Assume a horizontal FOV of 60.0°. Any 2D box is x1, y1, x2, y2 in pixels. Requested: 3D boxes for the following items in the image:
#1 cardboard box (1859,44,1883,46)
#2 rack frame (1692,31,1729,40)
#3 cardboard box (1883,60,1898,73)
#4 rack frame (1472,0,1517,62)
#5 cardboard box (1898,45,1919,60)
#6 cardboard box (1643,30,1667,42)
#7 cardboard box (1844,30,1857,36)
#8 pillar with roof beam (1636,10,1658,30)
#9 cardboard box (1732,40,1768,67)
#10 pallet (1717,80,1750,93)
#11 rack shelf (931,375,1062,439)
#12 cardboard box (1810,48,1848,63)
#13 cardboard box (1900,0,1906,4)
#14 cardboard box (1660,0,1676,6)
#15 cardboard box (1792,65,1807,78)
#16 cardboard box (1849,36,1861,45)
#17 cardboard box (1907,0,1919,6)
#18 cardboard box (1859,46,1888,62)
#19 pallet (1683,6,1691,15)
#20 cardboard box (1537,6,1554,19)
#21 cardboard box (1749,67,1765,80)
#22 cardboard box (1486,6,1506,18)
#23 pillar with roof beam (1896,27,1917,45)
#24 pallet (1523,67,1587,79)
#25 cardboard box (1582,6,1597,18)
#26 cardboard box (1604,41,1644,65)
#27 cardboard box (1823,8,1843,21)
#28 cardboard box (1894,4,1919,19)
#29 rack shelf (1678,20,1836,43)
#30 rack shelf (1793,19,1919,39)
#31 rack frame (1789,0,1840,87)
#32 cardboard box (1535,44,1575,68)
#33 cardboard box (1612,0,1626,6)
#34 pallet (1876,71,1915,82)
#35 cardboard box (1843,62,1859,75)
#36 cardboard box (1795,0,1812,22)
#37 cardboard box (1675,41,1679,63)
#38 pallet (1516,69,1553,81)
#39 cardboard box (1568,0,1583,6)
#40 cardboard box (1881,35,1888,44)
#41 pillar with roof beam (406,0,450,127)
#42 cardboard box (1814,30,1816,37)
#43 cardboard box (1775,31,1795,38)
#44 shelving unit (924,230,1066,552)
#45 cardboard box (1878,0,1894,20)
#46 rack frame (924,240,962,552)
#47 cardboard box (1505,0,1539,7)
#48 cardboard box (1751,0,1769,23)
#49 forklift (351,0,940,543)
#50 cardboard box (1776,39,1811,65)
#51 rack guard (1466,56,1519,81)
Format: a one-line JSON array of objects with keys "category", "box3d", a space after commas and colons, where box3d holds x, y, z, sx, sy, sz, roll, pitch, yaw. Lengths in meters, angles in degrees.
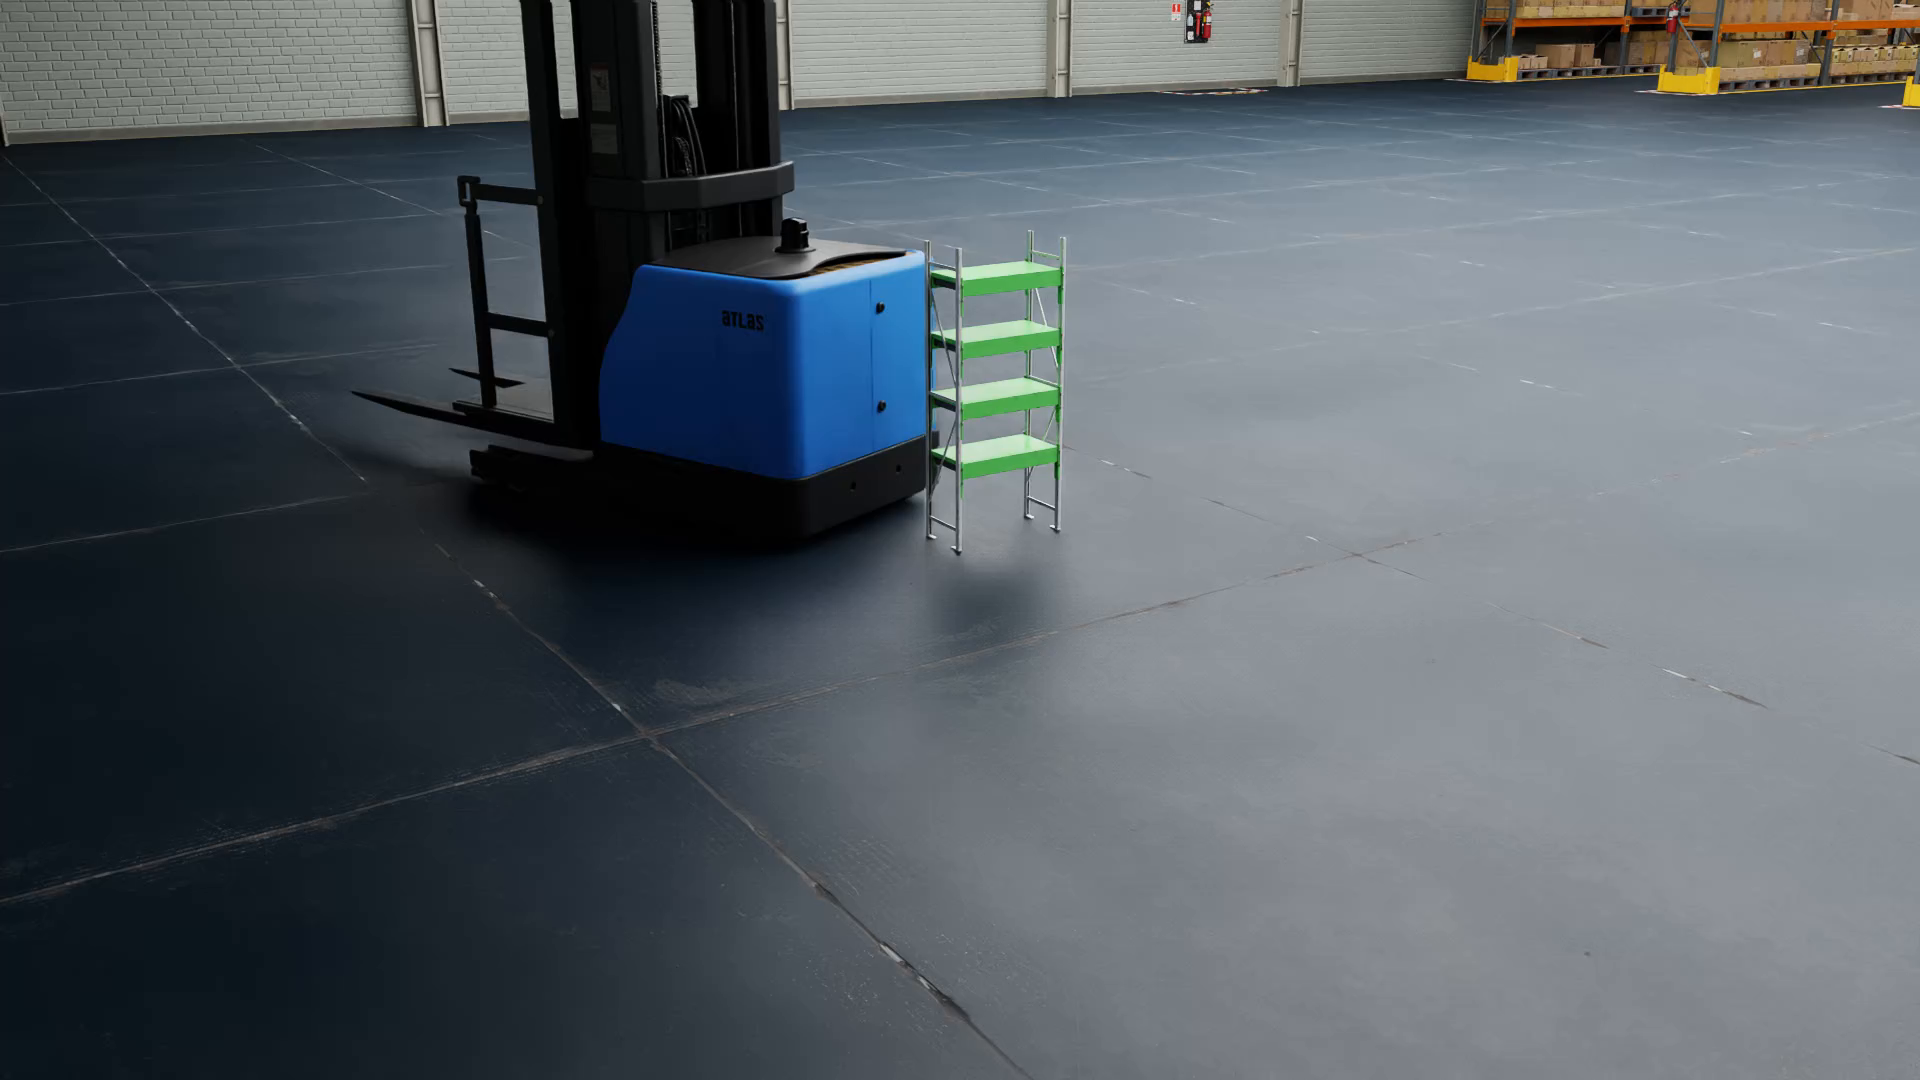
[{"category": "cardboard box", "box3d": [20.187, -10.834, 36.870, 0.500, 0.311, 0.500, -13, 22, -33]}, {"category": "rack frame", "box3d": [18.492, -13.105, 40.825, 0.127, 3.000, 1.000, -12, 22, -31]}, {"category": "cardboard box", "box3d": [20.064, -10.340, 36.283, 0.500, 0.250, 0.500, -11, 22, -30]}, {"category": "rack frame", "box3d": [11.811, -11.696, 36.657, 0.127, 3.000, 1.000, -12, 22, -31]}, {"category": "cardboard box", "box3d": [20.918, -10.785, 36.723, 0.500, 0.311, 0.500, -11, 22, -30]}, {"category": "cardboard box", "box3d": [16.556, -12.085, 39.854, 0.500, 0.250, 0.500, -13, 22, -33]}, {"category": "cardboard box", "box3d": [23.336, -13.340, 43.753, 0.250, 0.149, 0.380, -13, 22, -33]}, {"category": "pillar with roof beam", "box3d": [19.299, -14.798, 36.465, 0.400, 9.000, 9.100, -12, 22, -31]}, {"category": "cardboard box", "box3d": [15.936, -9.838, 33.629, 0.500, 0.500, 0.500, -12, 22, -31]}, {"category": "pallet", "box3d": [15.154, -9.197, 33.618, 1.213, 0.211, 1.003, -12, 22, -31]}, {"category": "rack shelf", "box3d": [0.138, -0.537, 6.659, 0.480, 0.148, 0.258, -12, 22, -31]}, {"category": "cardboard box", "box3d": [18.361, -10.244, 35.125, 0.500, 0.311, 0.500, -12, 22, -31]}, {"category": "cardboard box", "box3d": [24.753, -14.564, 44.672, 0.700, 0.700, 0.980, -11, 21, -29]}, {"category": "cardboard box", "box3d": [16.599, -12.958, 39.546, 0.500, 0.500, 0.700, -9, 21, -24]}, {"category": "cardboard box", "box3d": [17.189, -9.747, 34.530, 0.500, 0.250, 0.500, -12, 22, -31]}, {"category": "cardboard box", "box3d": [23.365, -13.106, 44.076, 0.500, 0.500, 0.700, -11, 22, -30]}, {"category": "cardboard box", "box3d": [21.684, -12.168, 37.242, 0.700, 0.500, 0.500, 14, 23, 35]}, {"category": "cardboard box", "box3d": [19.645, -10.515, 35.927, 0.500, 0.311, 0.500, -11, 22, -30]}, {"category": "pallet", "box3d": [17.956, -12.860, 40.400, 1.003, 0.211, 1.213, -12, 22, -31]}, {"category": "cardboard box", "box3d": [12.819, -11.731, 36.963, 0.500, 0.250, 0.500, -13, 22, -33]}, {"category": "cardboard box", "box3d": [15.942, -9.480, 33.740, 0.500, 0.250, 0.500, -12, 22, -31]}, {"category": "cardboard box", "box3d": [12.095, -11.769, 37.075, 0.500, 0.250, 0.500, -12, 22, -31]}, {"category": "pillar with roof beam", "box3d": [29.321, -16.912, 42.718, 0.400, 9.000, 9.100, -12, 22, -31]}, {"category": "pallet", "box3d": [13.590, -10.736, 38.170, 1.213, 0.211, 1.003, -12, 22, -31]}, {"category": "cardboard box", "box3d": [14.091, -11.996, 37.748, 0.500, 0.250, 0.500, -12, 22, -32]}, {"category": "cardboard box", "box3d": [15.757, -11.559, 39.468, 0.500, 0.500, 0.700, -11, 22, -30]}, {"category": "cardboard box", "box3d": [18.266, -11.104, 35.139, 0.500, 0.250, 0.500, -10, 21, -28]}, {"category": "cardboard box", "box3d": [20.892, -11.686, 36.767, 0.500, 0.311, 0.500, -10, 21, -28]}, {"category": "rack shelf", "box3d": [16.209, -10.383, 33.897, 4.000, 0.370, 1.077, -12, 22, -31]}, {"category": "rack shelf", "box3d": [19.550, -11.088, 35.981, 4.000, 0.370, 1.077, -12, 22, -31]}, {"category": "rack frame", "box3d": [17.879, -11.076, 34.824, 0.127, 3.000, 1.000, -12, 22, -31]}, {"category": "cardboard box", "box3d": [13.555, -11.034, 37.916, 0.500, 0.500, 0.700, -14, 23, -35]}, {"category": "cardboard box", "box3d": [14.927, -12.528, 38.151, 0.500, 0.500, 0.500, -12, 22, -32]}, {"category": "pallet", "box3d": [20.511, -10.325, 36.956, 1.213, 0.211, 1.003, -12, 22, -31]}, {"category": "cardboard box", "box3d": [18.780, -10.067, 35.476, 0.500, 0.250, 0.500, -11, 22, -30]}, {"category": "cardboard box", "box3d": [17.075, -10.949, 34.292, 0.500, 0.500, 0.700, -12, 22, -32]}, {"category": "cardboard box", "box3d": [17.026, -11.834, 40.281, 0.500, 0.500, 0.700, -12, 22, -32]}, {"category": "pallet", "box3d": [12.572, -10.522, 37.539, 1.213, 0.211, 1.003, -12, 22, -31]}, {"category": "cardboard box", "box3d": [13.653, -12.261, 37.361, 0.500, 0.500, 0.500, -11, 22, -30]}, {"category": "cardboard box", "box3d": [24.644, -13.379, 44.883, 0.500, 0.500, 0.700, -12, 22, -31]}, {"category": "pillar with roof beam", "box3d": [-5.757, -9.514, 20.835, 0.400, 9.000, 9.100, -12, 22, -31]}, {"category": "cardboard box", "box3d": [22.284, -13.264, 43.529, 0.250, 0.149, 0.380, -12, 22, -32]}, {"category": "cardboard box", "box3d": [20.621, -12.684, 42.279, 0.750, 0.750, 0.750, -11, 22, -30]}, {"category": "shelving unit", "box3d": [0.138, -0.598, 6.639, 0.503, 1.200, 0.258, -12, 22, -31]}, {"category": "cardboard box", "box3d": [19.827, -11.528, 36.005, 0.500, 0.500, 0.500, -13, 23, -34]}, {"category": "rack frame", "box3d": [-0.066, -0.555, 6.512, 0.015, 1.200, 0.240, -12, 22, -31]}, {"category": "cardboard box", "box3d": [12.375, -11.993, 36.569, 0.500, 0.500, 0.500, -12, 22, -31]}, {"category": "cardboard box", "box3d": [15.789, -10.677, 33.488, 0.500, 0.500, 0.700, -12, 22, -31]}, {"category": "forklift", "box3d": [-1.588, -1.726, 7.273, 3.031, 2.935, 1.130, 13, 22, 33]}, {"category": "cardboard box", "box3d": [17.188, -10.103, 34.411, 0.500, 0.500, 0.500, -12, 22, -31]}, {"category": "rack guard", "box3d": [11.874, -10.525, 37.097, 0.348, 0.500, 1.175, -12, 22, -31]}]
